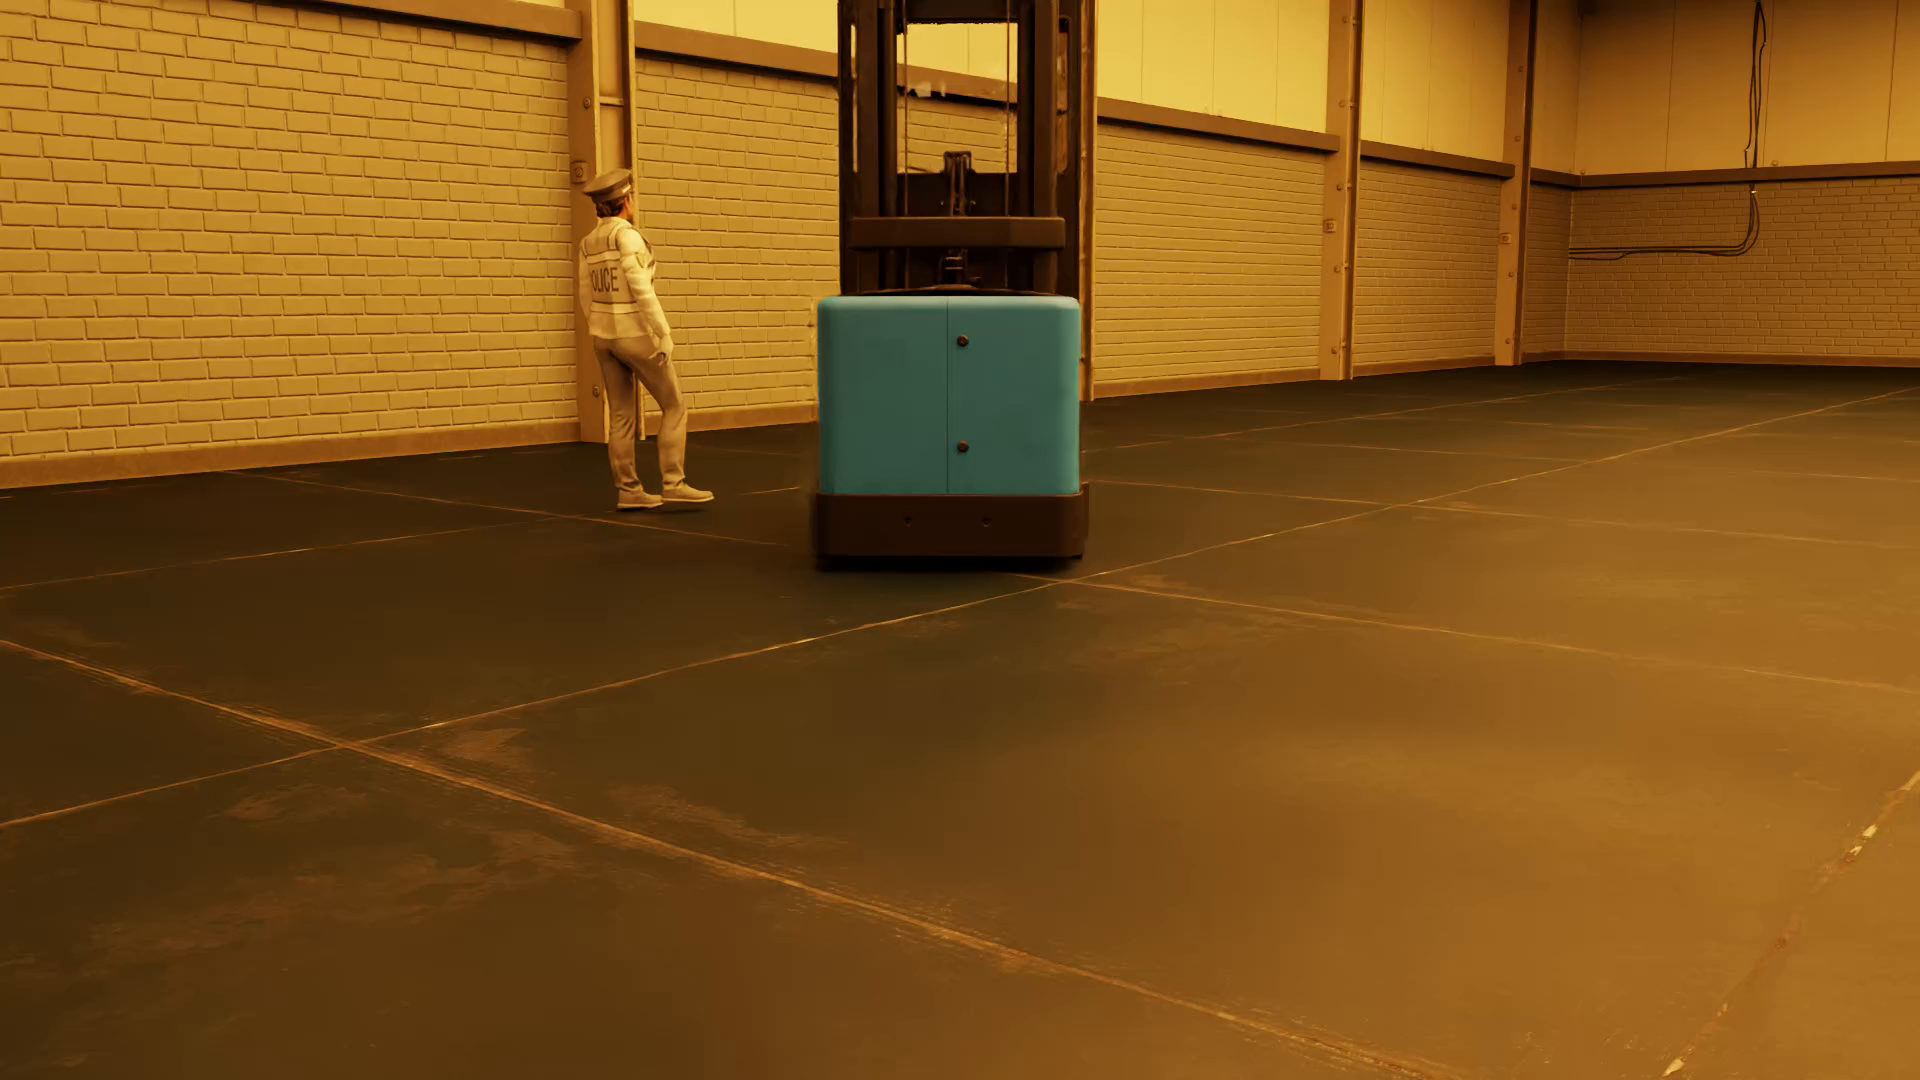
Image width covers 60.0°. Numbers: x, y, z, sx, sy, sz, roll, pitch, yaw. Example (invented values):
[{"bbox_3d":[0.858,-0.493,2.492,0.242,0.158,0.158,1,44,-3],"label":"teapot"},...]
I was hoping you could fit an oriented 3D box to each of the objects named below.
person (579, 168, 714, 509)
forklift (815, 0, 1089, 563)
[{"bbox_3d":[-1.614,-0.998,8.341,0.589,1.696,0.512,7,11,41],"label":"person"},{"bbox_3d":[0.008,-1.534,7.766,1.130,2.935,3.031,0,8,2],"label":"forklift"}]
